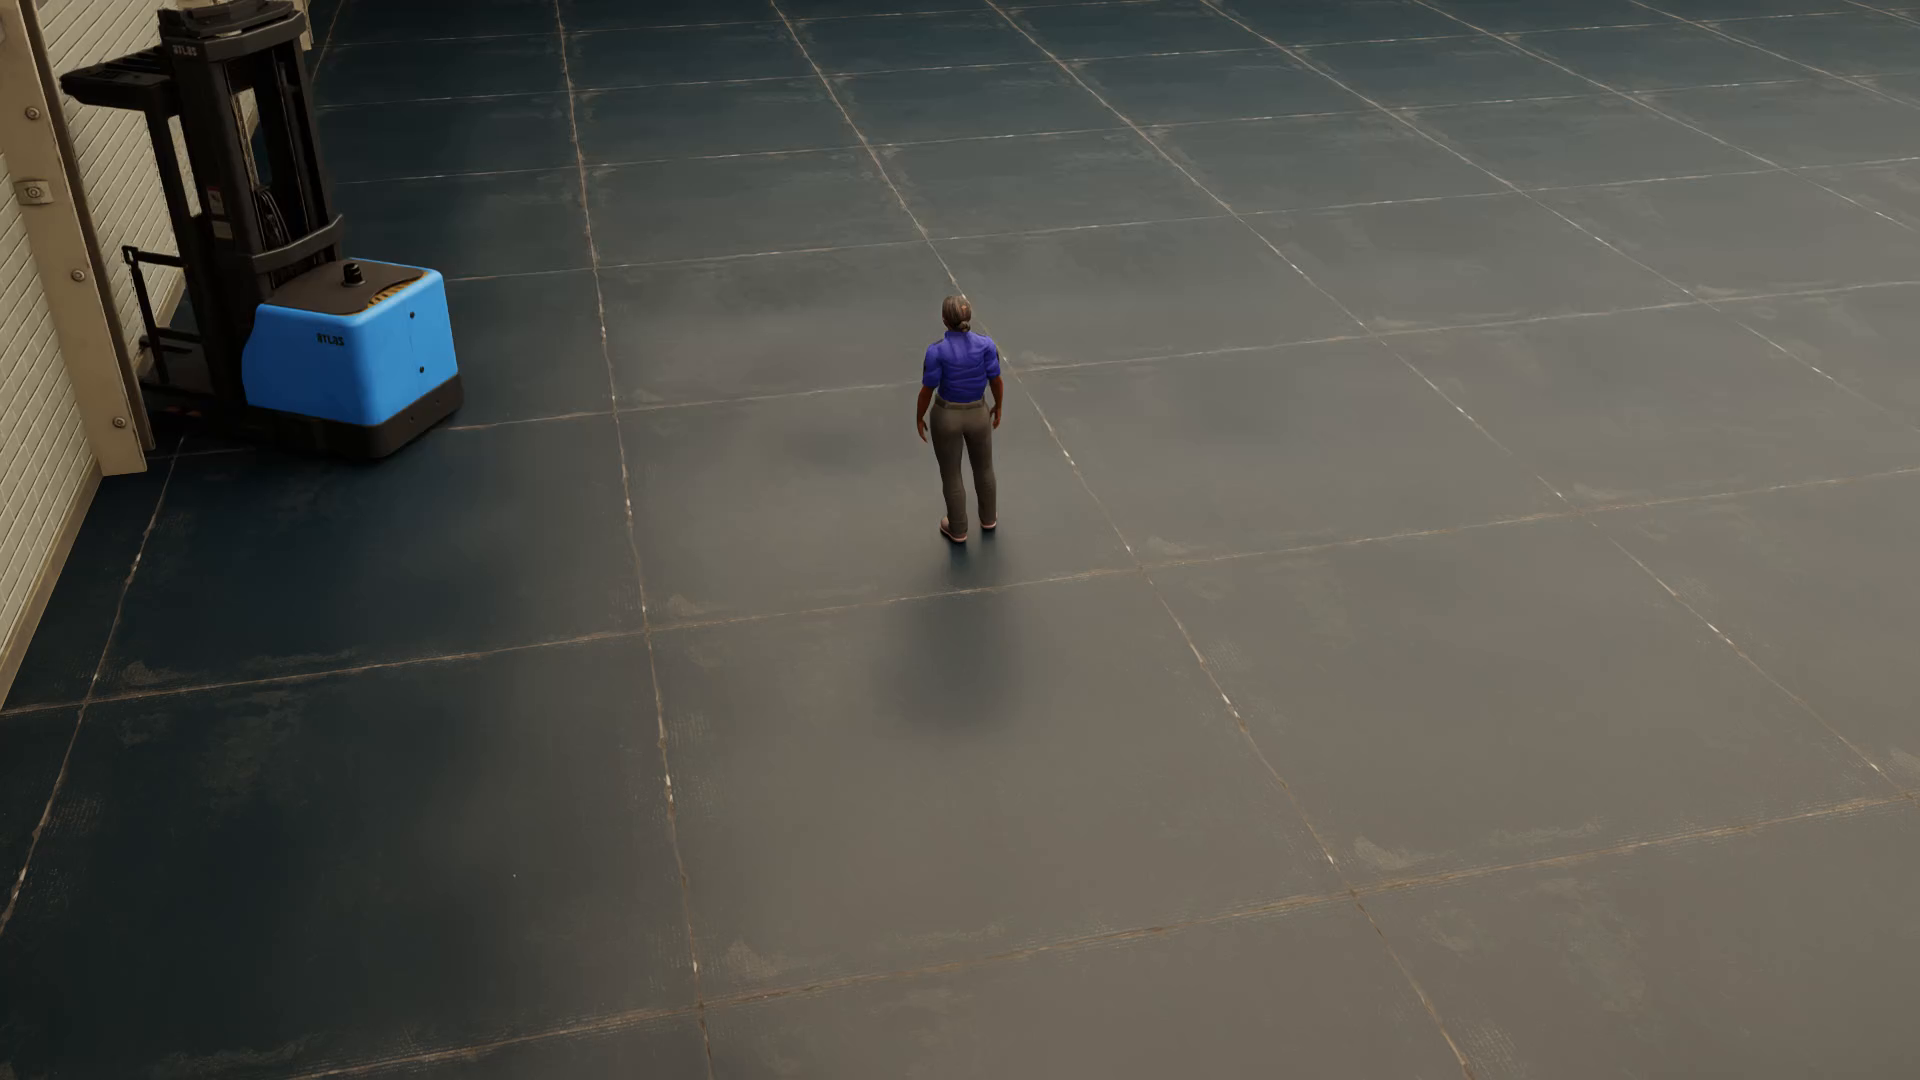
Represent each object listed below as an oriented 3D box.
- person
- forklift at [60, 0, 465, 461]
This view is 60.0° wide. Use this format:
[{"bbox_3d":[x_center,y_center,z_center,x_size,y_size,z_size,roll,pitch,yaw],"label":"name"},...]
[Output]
[{"bbox_3d":[-0.001,-0.768,10.160,0.569,1.656,0.503,-7,31,-12],"label":"person"},{"bbox_3d":[-5.173,-2.253,11.467,3.031,2.935,1.130,10,32,17],"label":"forklift"}]
